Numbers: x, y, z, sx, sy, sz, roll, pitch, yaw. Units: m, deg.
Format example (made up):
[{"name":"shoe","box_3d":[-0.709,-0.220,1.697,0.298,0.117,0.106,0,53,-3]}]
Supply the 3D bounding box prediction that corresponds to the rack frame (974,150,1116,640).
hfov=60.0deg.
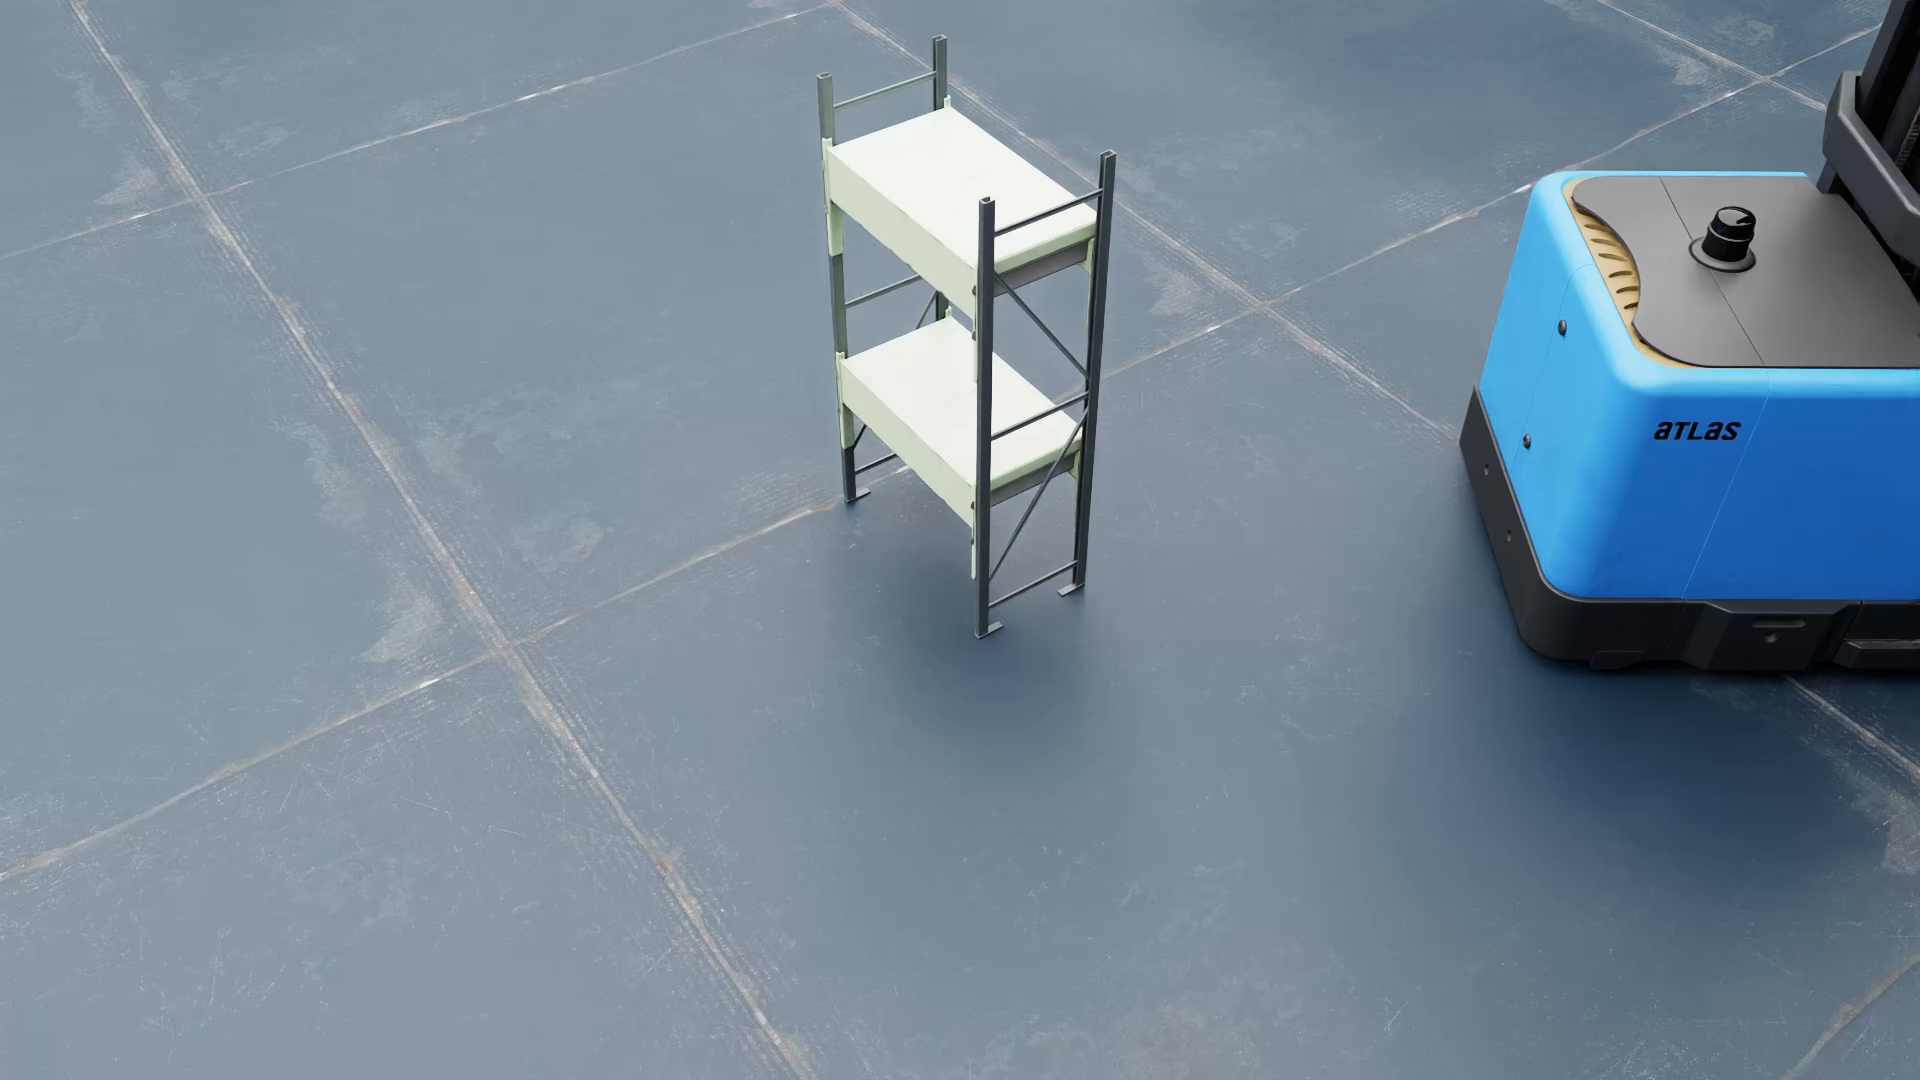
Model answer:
[{"name":"rack frame","box_3d":[0.213,-0.331,4.511,0.400,1.500,0.023,-26,49,-24]}]

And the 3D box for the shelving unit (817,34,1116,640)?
[{"name":"shelving unit","box_3d":[0.004,-0.539,4.728,0.431,1.500,0.755,-26,49,-24]}]

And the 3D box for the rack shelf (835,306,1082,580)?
[{"name":"rack shelf","box_3d":[0.004,-0.303,4.953,0.431,0.370,0.720,-26,49,-24]}]

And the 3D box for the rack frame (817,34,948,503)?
[{"name":"rack frame","box_3d":[-0.206,-0.746,4.945,0.400,1.500,0.023,-26,49,-24]}]

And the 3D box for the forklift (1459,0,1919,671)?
[{"name":"forklift","box_3d":[3.155,-1.018,4.194,3.031,2.935,1.130,0,44,0]}]

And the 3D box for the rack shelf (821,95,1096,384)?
[{"name":"rack shelf","box_3d":[0.004,-0.821,4.459,0.431,0.370,0.720,-26,49,-24]}]
